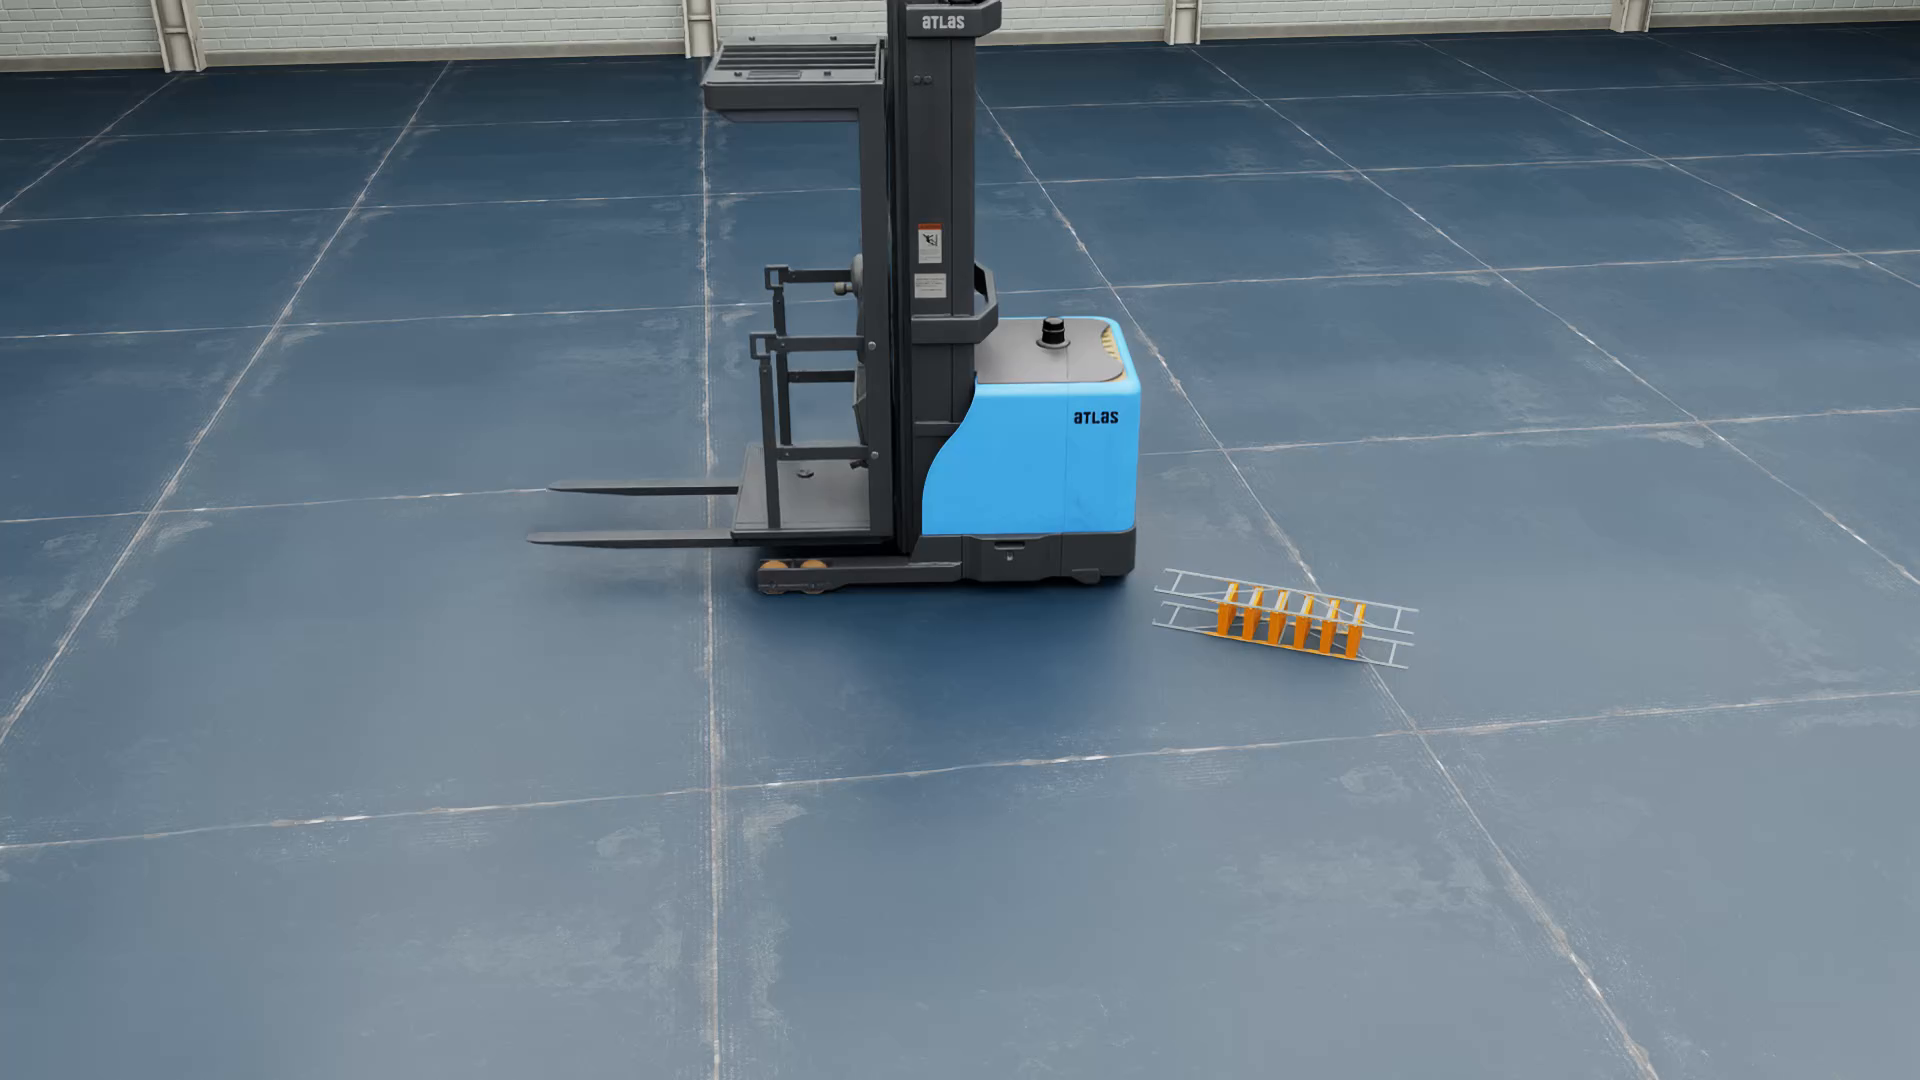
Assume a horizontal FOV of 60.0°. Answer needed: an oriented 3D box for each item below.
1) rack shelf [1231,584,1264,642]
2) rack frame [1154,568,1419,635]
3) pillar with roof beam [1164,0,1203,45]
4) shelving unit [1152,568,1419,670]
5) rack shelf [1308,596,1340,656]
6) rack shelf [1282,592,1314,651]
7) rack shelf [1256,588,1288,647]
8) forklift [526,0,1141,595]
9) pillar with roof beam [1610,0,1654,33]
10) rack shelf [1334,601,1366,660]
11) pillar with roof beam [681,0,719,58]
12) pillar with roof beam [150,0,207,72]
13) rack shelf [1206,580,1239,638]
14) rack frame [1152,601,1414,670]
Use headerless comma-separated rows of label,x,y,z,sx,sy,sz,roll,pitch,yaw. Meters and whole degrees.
rack shelf,1.366,0.339,7.877,0.103,0.180,0.258,9,29,18
rack frame,1.521,0.283,7.785,1.200,0.006,0.240,9,29,18
pillar with roof beam,3.401,-8.348,15.161,0.400,9.000,9.100,-4,27,-7
shelving unit,1.521,0.365,7.827,1.200,0.189,0.258,9,29,18
rack shelf,1.705,0.395,7.768,0.103,0.180,0.258,9,29,18
rack shelf,1.592,0.376,7.804,0.103,0.180,0.258,9,29,18
rack shelf,1.479,0.358,7.841,0.103,0.180,0.258,9,29,18
forklift,-0.656,-1.278,8.030,3.031,2.935,1.130,-1,27,-2
pillar with roof beam,9.342,-8.729,15.905,0.400,9.000,9.100,-4,27,-7
rack shelf,1.818,0.414,7.731,0.103,0.180,0.258,9,29,18
pillar with roof beam,-2.541,-7.966,14.418,0.400,9.000,9.100,-4,27,-7
pillar with roof beam,-8.482,-7.584,13.674,0.400,9.000,9.100,-4,27,-7
rack shelf,1.254,0.320,7.913,0.103,0.180,0.258,9,29,18
rack frame,1.521,0.446,7.869,1.200,0.006,0.240,9,29,18
